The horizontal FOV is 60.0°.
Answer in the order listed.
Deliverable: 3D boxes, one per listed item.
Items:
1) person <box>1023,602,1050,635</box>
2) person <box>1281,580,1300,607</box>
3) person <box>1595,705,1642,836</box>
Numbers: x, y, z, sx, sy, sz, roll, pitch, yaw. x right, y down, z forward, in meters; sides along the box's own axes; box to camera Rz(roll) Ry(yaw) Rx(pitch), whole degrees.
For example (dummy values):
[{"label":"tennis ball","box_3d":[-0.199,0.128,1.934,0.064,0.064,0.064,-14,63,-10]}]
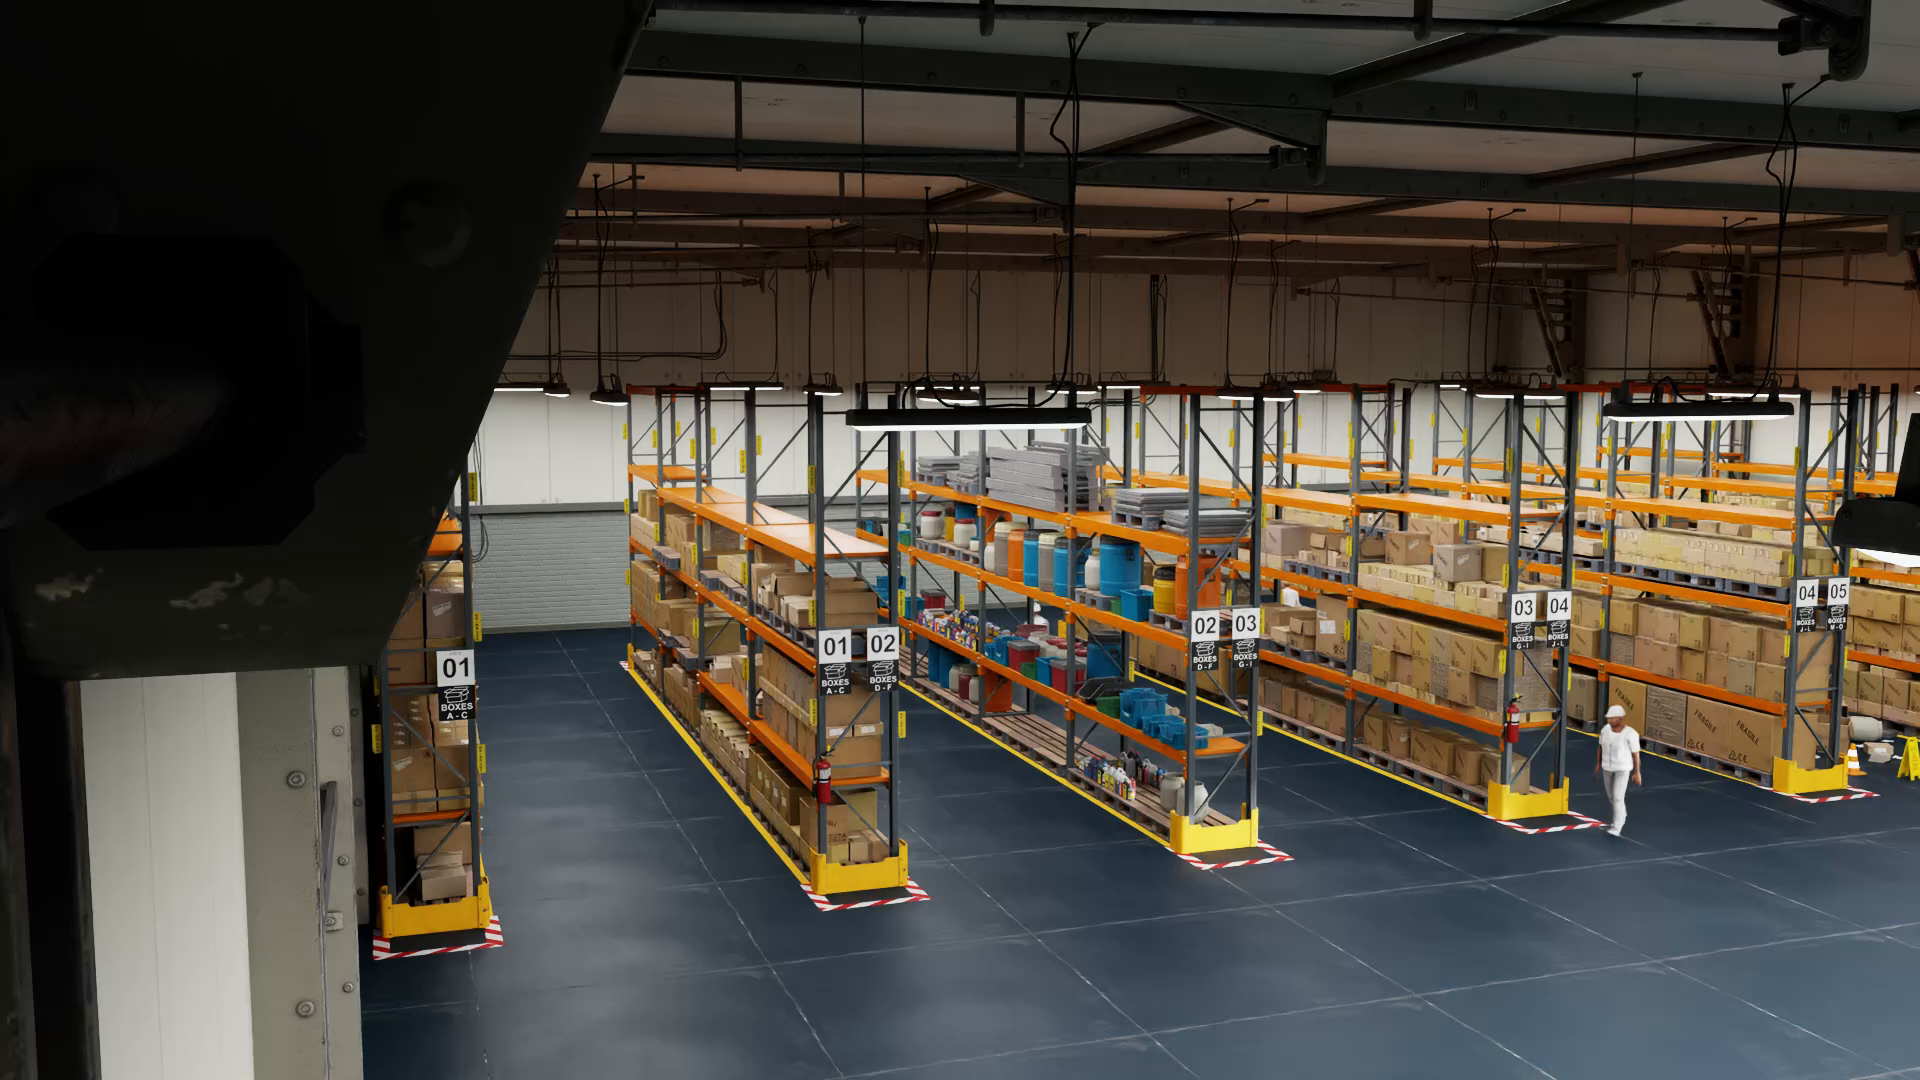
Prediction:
[{"label":"person","box_3d":[1.467,2.003,32.019,0.577,1.629,0.645,0,6,-4]},{"label":"person","box_3d":[7.226,1.727,36.265,0.652,1.747,0.675,-5,8,-40]},{"label":"person","box_3d":[8.977,3.131,22.704,0.803,1.762,0.595,-4,7,-31]}]
